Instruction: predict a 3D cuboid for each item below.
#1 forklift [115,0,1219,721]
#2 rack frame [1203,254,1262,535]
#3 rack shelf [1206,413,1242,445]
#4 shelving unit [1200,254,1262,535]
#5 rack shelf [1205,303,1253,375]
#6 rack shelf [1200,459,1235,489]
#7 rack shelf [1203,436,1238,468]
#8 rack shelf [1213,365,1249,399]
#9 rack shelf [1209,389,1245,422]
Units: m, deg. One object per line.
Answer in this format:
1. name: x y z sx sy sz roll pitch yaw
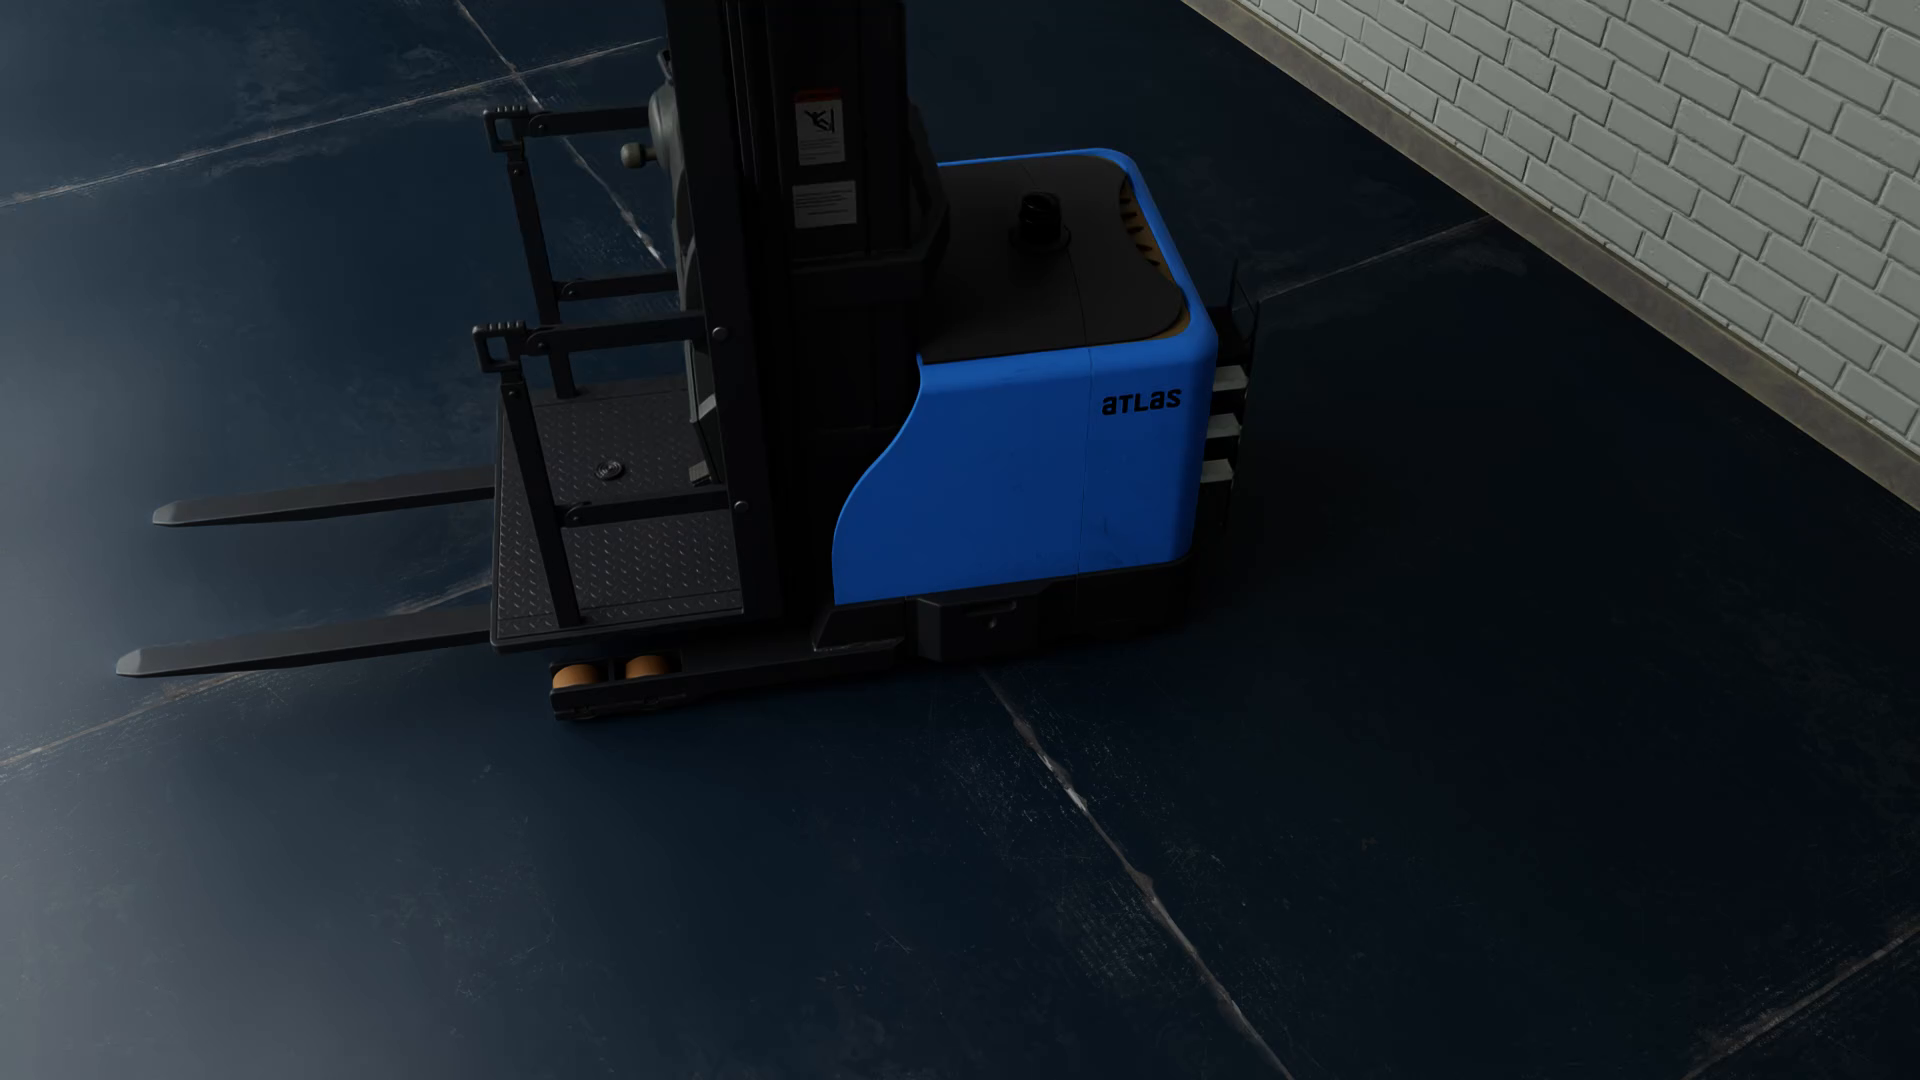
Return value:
1. forklift: -0.883 -0.941 4.115 3.031 2.935 1.130 -7 45 -7
2. rack frame: 0.818 -0.422 5.038 0.006 0.900 0.240 -7 45 -7
3. rack shelf: 0.718 -0.385 5.048 0.200 0.077 0.258 -7 45 -7
4. shelving unit: 0.718 -0.409 5.025 0.210 0.900 0.258 -7 45 -7
5. rack shelf: 0.718 -0.579 4.860 0.200 0.077 0.258 -7 45 -7
6. rack shelf: 0.718 -0.256 5.174 0.200 0.077 0.258 -7 45 -7
7. rack shelf: 0.718 -0.320 5.111 0.200 0.077 0.258 -7 45 -7
8. rack shelf: 0.718 -0.514 4.923 0.200 0.077 0.258 -7 45 -7
9. rack shelf: 0.718 -0.450 4.986 0.200 0.077 0.258 -7 45 -7
